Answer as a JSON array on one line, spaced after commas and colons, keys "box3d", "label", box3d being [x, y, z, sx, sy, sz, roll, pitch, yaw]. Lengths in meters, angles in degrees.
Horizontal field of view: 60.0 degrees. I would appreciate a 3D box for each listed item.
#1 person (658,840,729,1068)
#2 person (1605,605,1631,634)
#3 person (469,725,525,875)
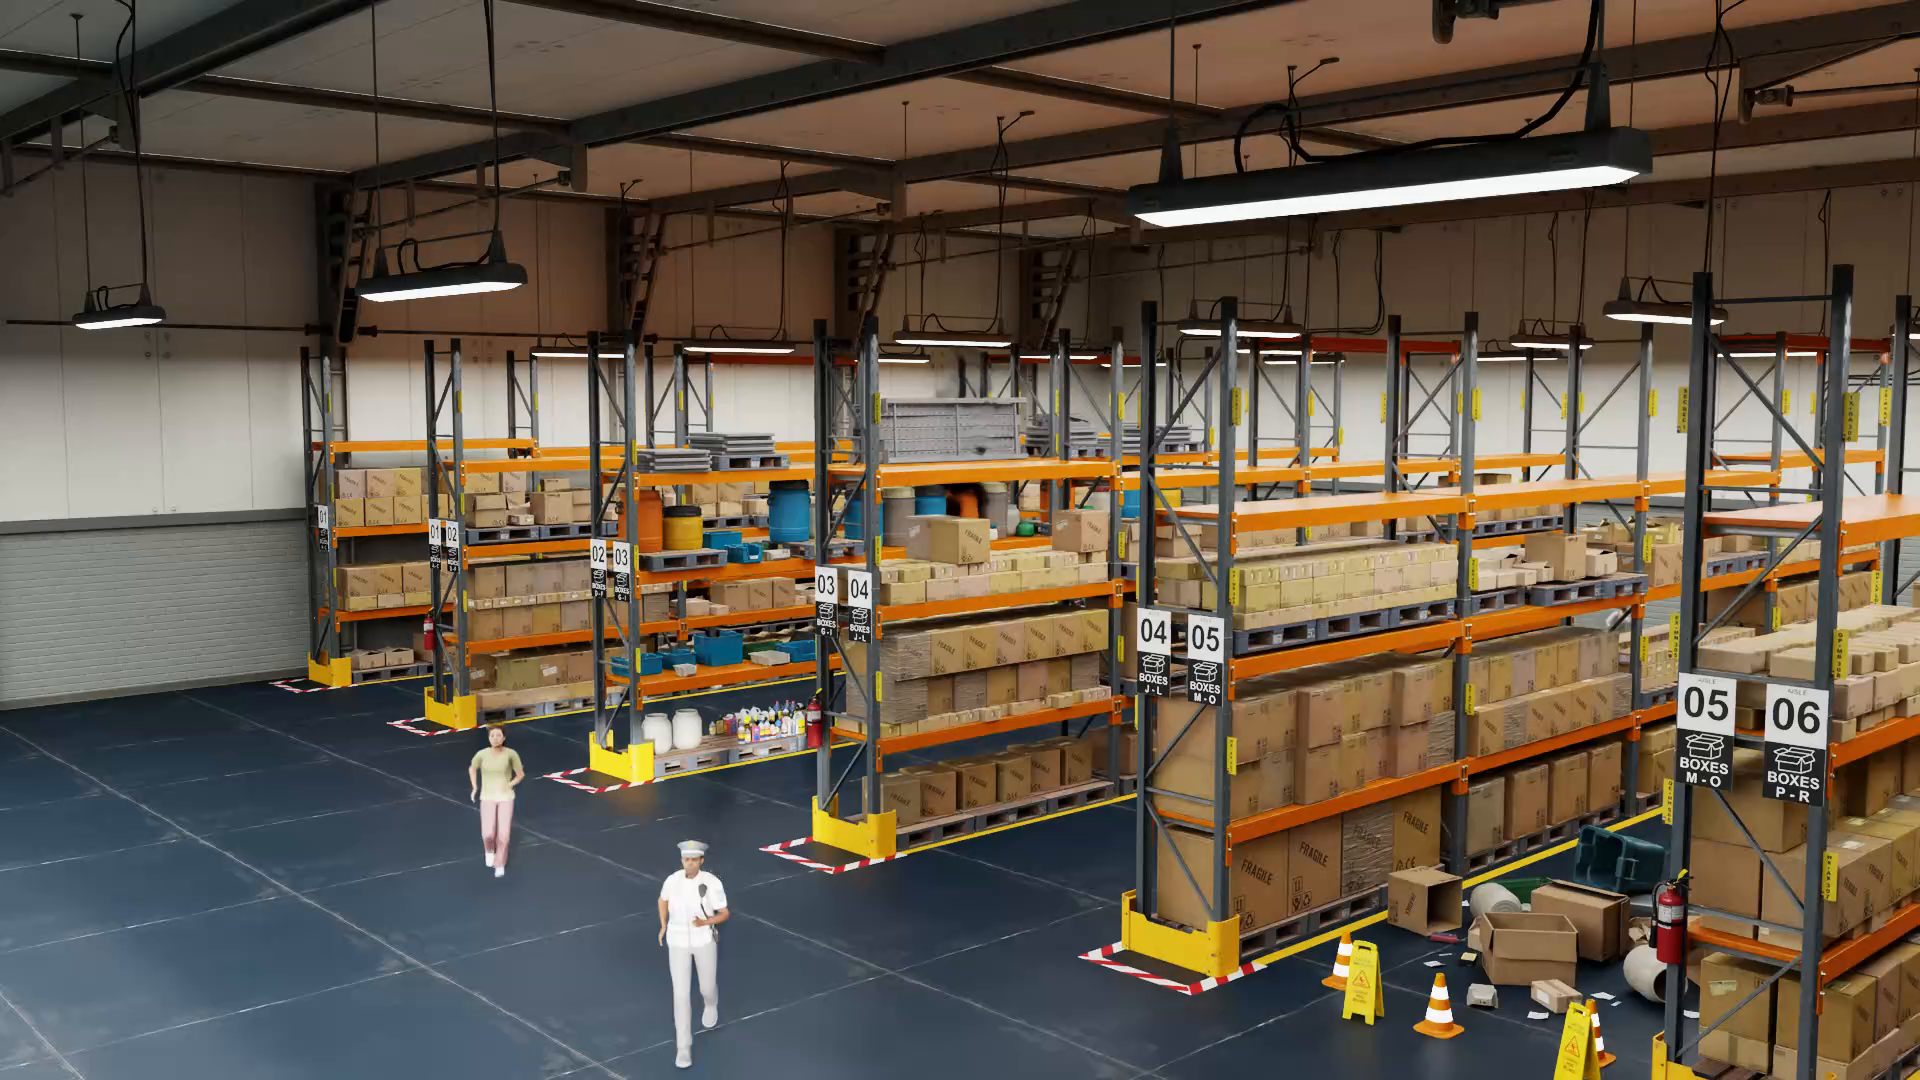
[{"box3d": [-2.098, 3.165, 13.053, 0.583, 1.668, 0.924, 0, 5, -2], "label": "person"}, {"box3d": [11.748, 1.794, 29.376, 0.566, 1.595, 0.755, -1, 5, -11], "label": "person"}, {"box3d": [-4.954, 2.794, 17.784, 0.582, 1.622, 0.527, -1, 5, -13], "label": "person"}]
